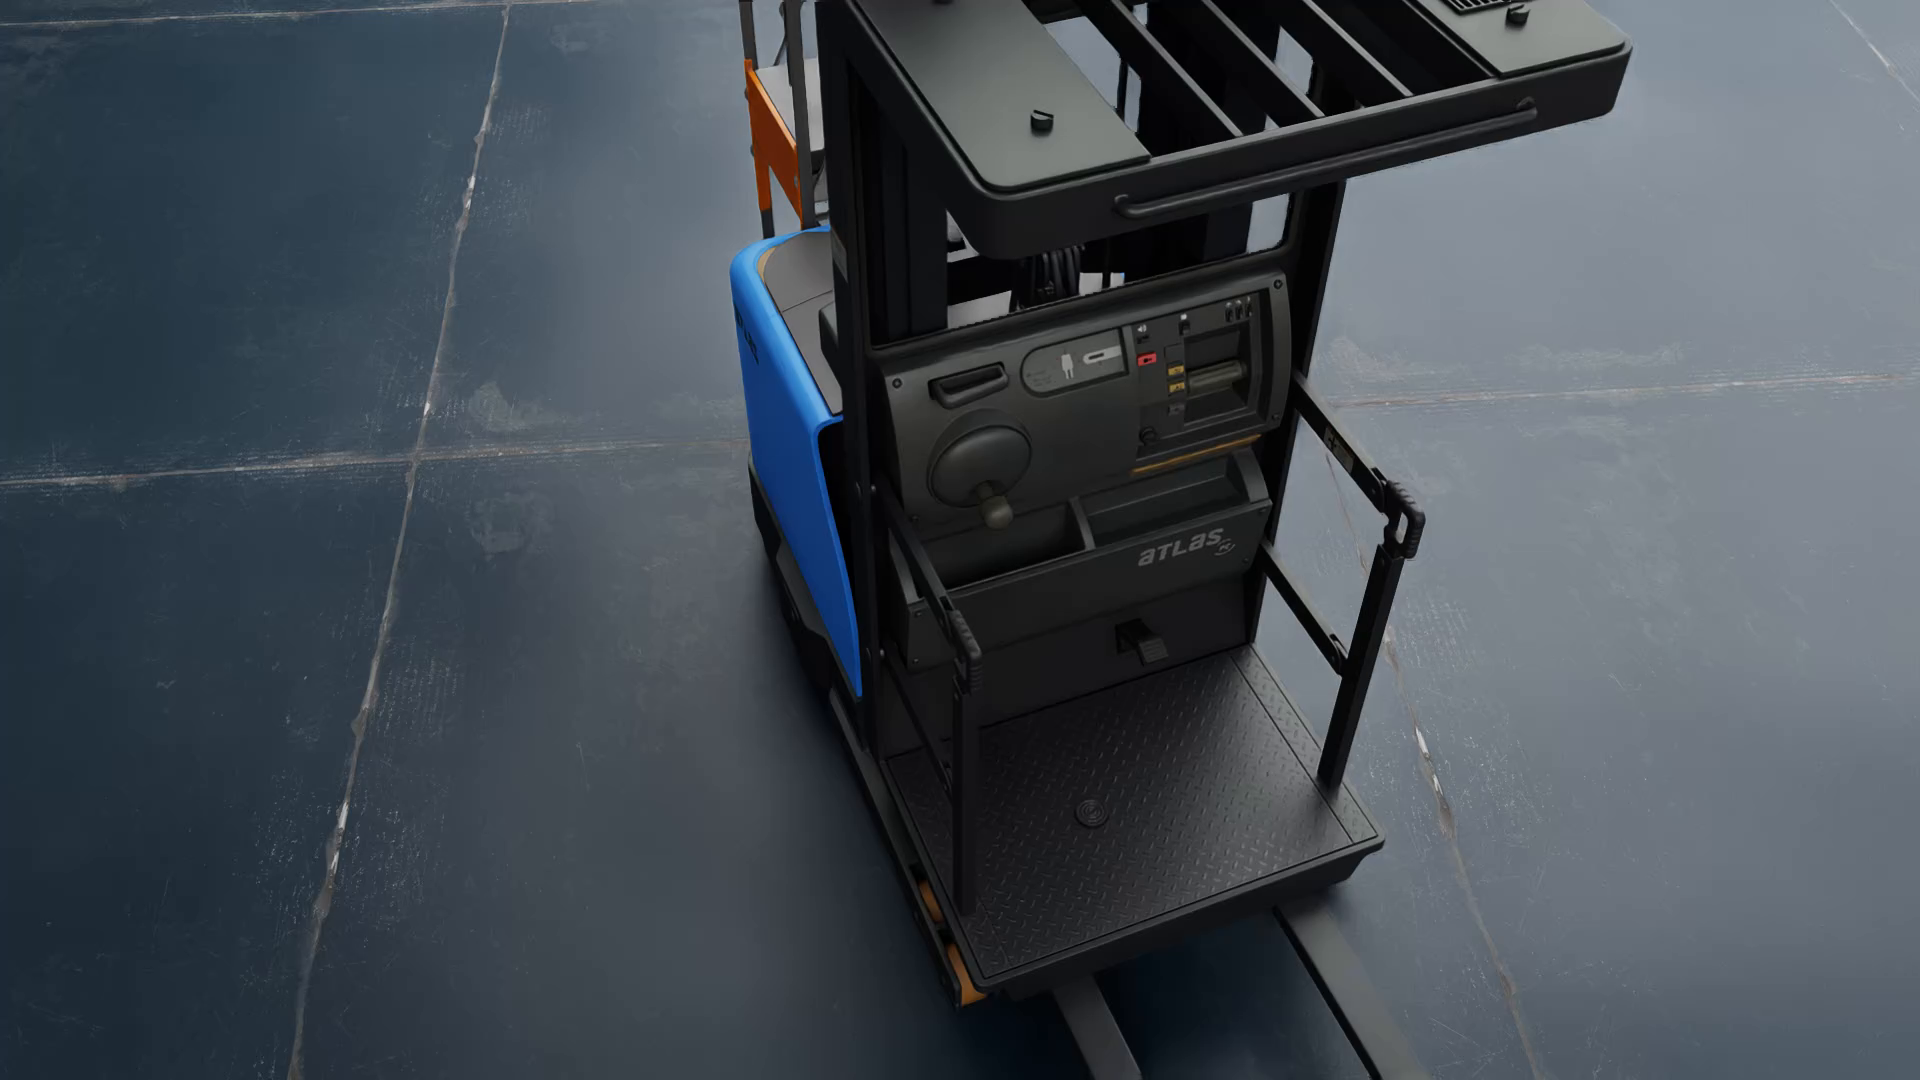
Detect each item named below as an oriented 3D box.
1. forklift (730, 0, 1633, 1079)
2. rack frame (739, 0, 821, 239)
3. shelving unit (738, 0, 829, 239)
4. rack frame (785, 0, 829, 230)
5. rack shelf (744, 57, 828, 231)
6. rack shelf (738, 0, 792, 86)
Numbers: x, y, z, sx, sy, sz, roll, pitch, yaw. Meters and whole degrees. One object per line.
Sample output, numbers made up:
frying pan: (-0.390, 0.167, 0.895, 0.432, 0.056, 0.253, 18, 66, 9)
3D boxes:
forklift: (0.370, -0.206, 3.426, 1.130, 2.935, 3.031, -16, 49, -15)
rack frame: (-0.432, -1.270, 5.007, 0.400, 2.100, 0.015, -16, 49, -15)
shelving unit: (-0.341, -1.105, 4.851, 0.431, 2.100, 0.503, -16, 49, -15)
rack frame: (-0.251, -0.941, 4.695, 0.400, 2.100, 0.015, -16, 49, -15)
rack shelf: (-0.341, -1.096, 4.861, 0.431, 0.518, 0.480, -16, 49, -15)
rack shelf: (-0.341, -1.577, 4.352, 0.431, 0.518, 0.480, -16, 49, -15)
